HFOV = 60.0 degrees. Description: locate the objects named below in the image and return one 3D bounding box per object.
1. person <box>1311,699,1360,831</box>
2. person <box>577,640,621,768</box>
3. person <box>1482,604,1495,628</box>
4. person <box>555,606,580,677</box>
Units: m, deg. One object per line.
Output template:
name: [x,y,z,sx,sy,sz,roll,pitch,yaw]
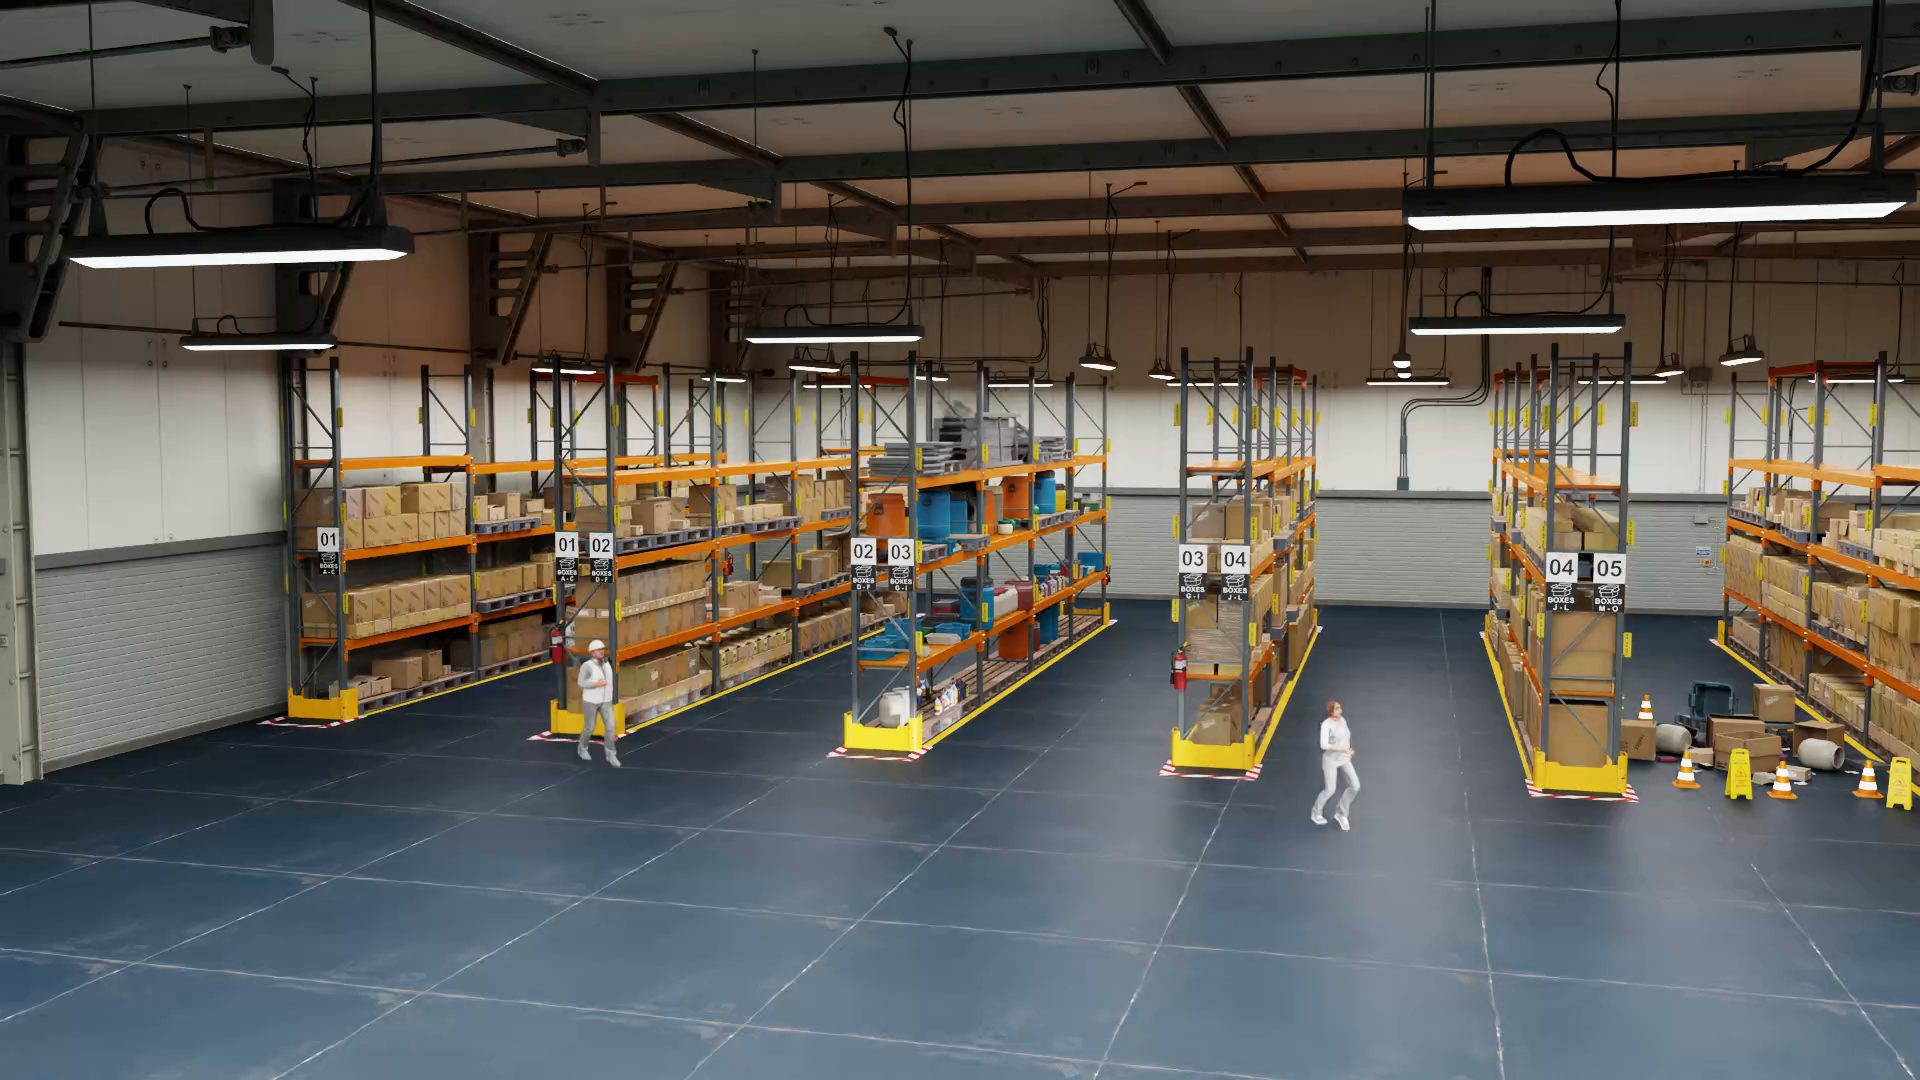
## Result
person: [4.586,2.736,20.238,0.551,1.593,0.681,-3,5,-32]
person: [-5.226,2.343,23.976,0.659,1.815,0.792,-4,6,-43]
person: [12.728,1.253,39.183,0.830,1.731,0.764,2,5,26]
person: [-6.924,2.002,29.458,0.616,1.688,0.740,1,4,8]
